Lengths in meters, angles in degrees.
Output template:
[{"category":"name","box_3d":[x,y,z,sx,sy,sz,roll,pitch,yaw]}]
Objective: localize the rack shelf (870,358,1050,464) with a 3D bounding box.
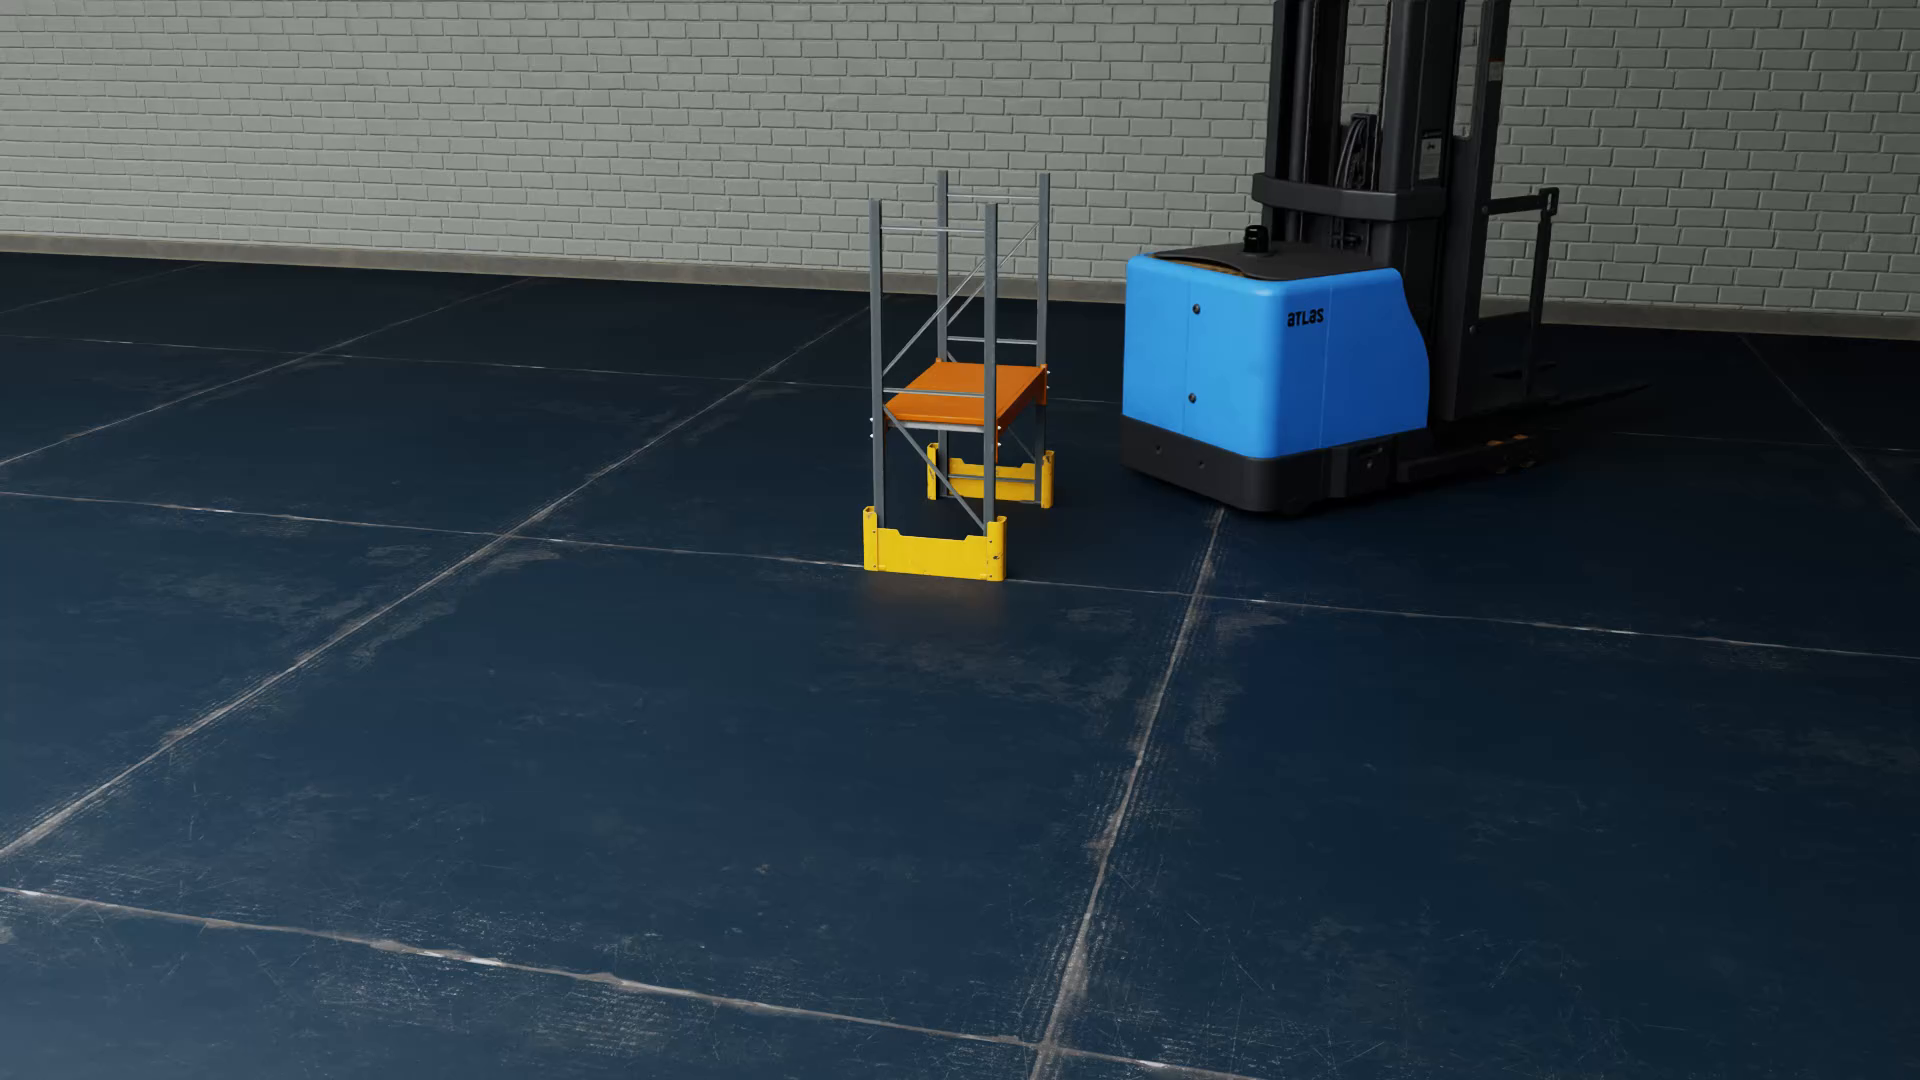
[{"category":"rack shelf","box_3d":[0.021,-0.566,7.082,0.538,0.185,1.000,5,19,13]}]

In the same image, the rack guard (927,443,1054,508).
[{"category":"rack guard","box_3d":[0.140,-0.298,7.674,0.587,0.250,0.087,5,19,13]}]

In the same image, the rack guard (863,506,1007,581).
[{"category":"rack guard","box_3d":[-0.103,0.014,6.760,0.587,0.250,0.087,5,19,13]}]

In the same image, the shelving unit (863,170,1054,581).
[{"category":"shelving unit","box_3d":[0.019,-0.734,7.015,0.587,1.500,1.083,5,19,13]}]

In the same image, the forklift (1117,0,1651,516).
[{"category":"forklift","box_3d":[2.278,-1.839,8.036,3.031,2.935,1.130,-12,22,-31]}]

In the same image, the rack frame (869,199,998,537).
[{"category":"rack frame","box_3d":[-0.103,-0.577,6.557,0.500,1.500,0.032,5,19,13]}]

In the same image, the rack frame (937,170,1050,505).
[{"category":"rack frame","box_3d":[0.145,-0.896,7.490,0.500,1.500,0.032,5,19,13]}]
